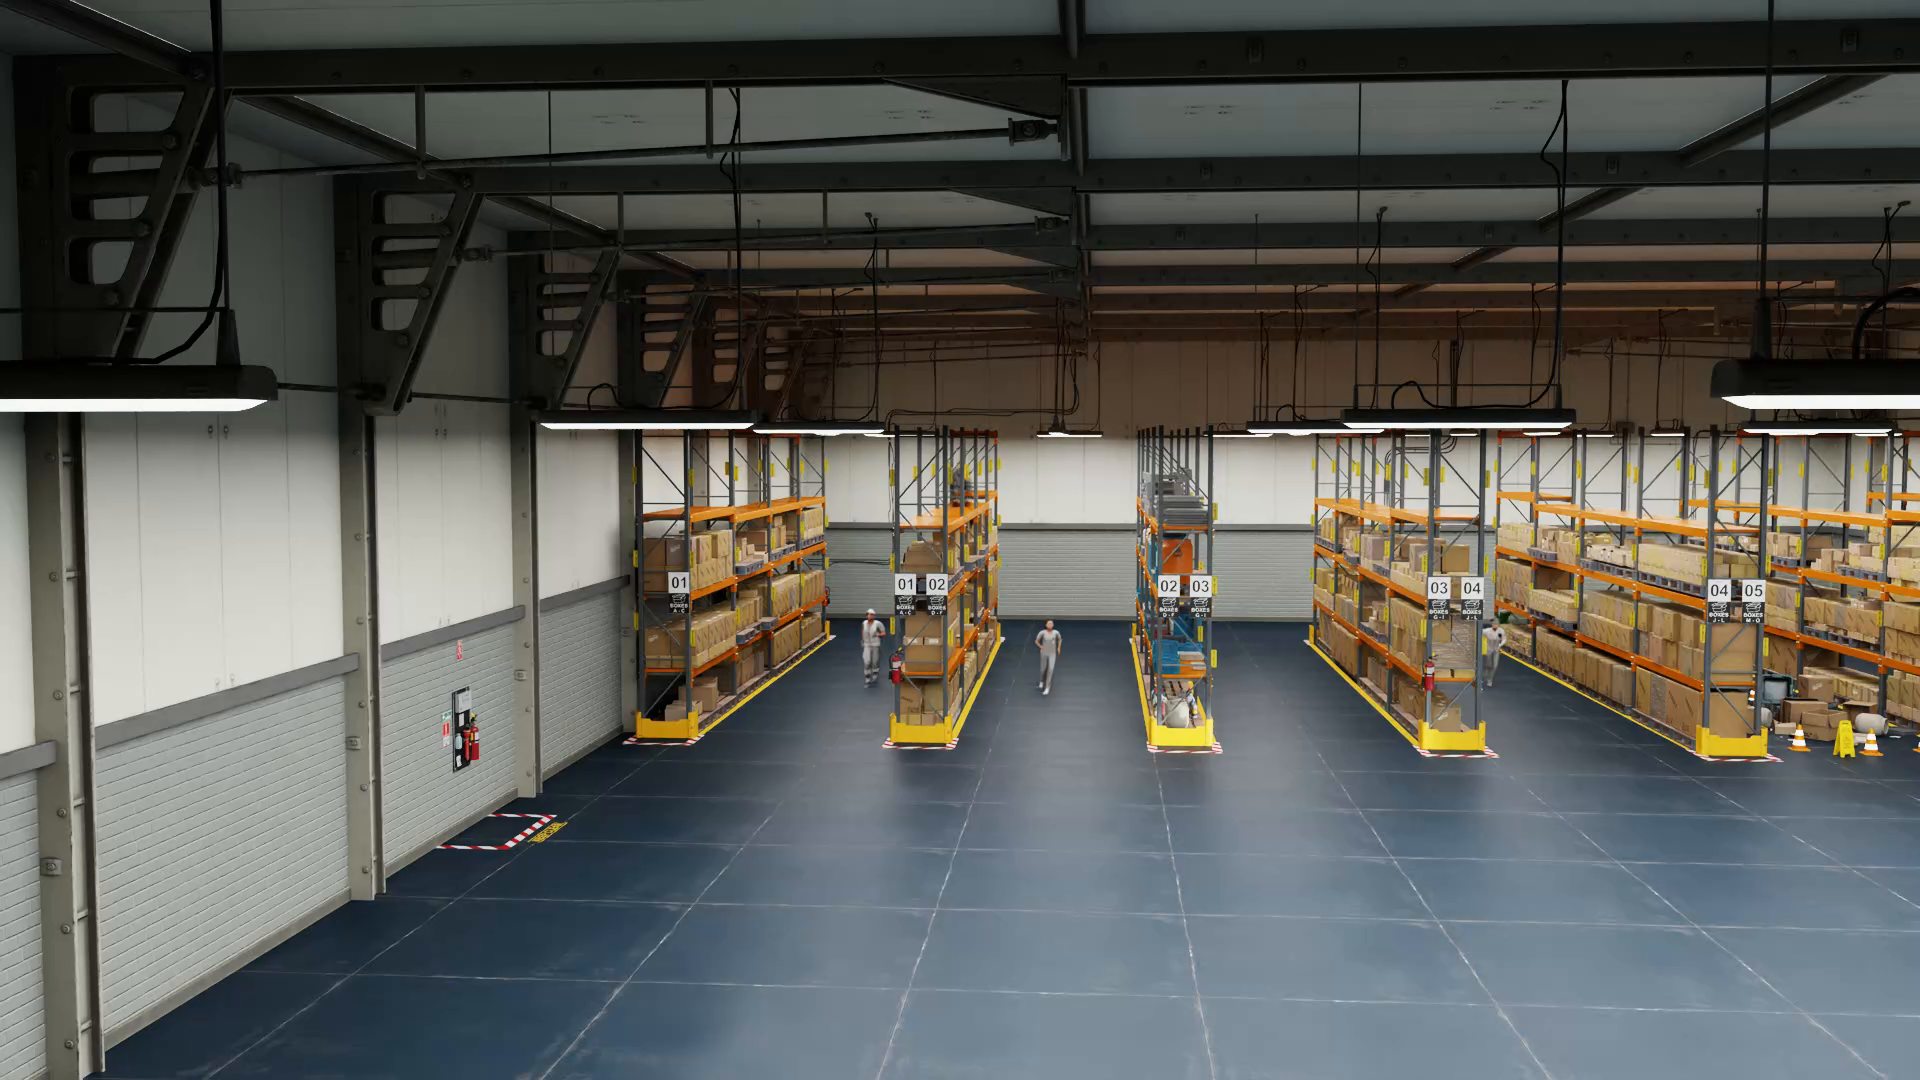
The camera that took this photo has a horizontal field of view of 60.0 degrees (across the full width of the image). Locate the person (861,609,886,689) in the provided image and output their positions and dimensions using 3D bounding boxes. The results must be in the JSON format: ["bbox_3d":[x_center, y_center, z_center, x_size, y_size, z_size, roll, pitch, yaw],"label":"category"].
[{"bbox_3d":[-2.018,2.511,38.594,0.624,1.838,0.850,1,3,9],"label":"person"}]

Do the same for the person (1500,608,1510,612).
[{"bbox_3d":[15.551,2.151,47.245,0.822,1.539,0.450,1,4,23],"label":"person"}]

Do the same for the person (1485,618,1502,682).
[{"bbox_3d":[12.431,2.567,38.791,0.363,1.534,0.609,0,3,2],"label":"person"}]

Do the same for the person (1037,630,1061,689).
[{"bbox_3d":[2.009,2.690,37.711,0.556,1.321,0.828,0,3,0],"label":"person"}]
